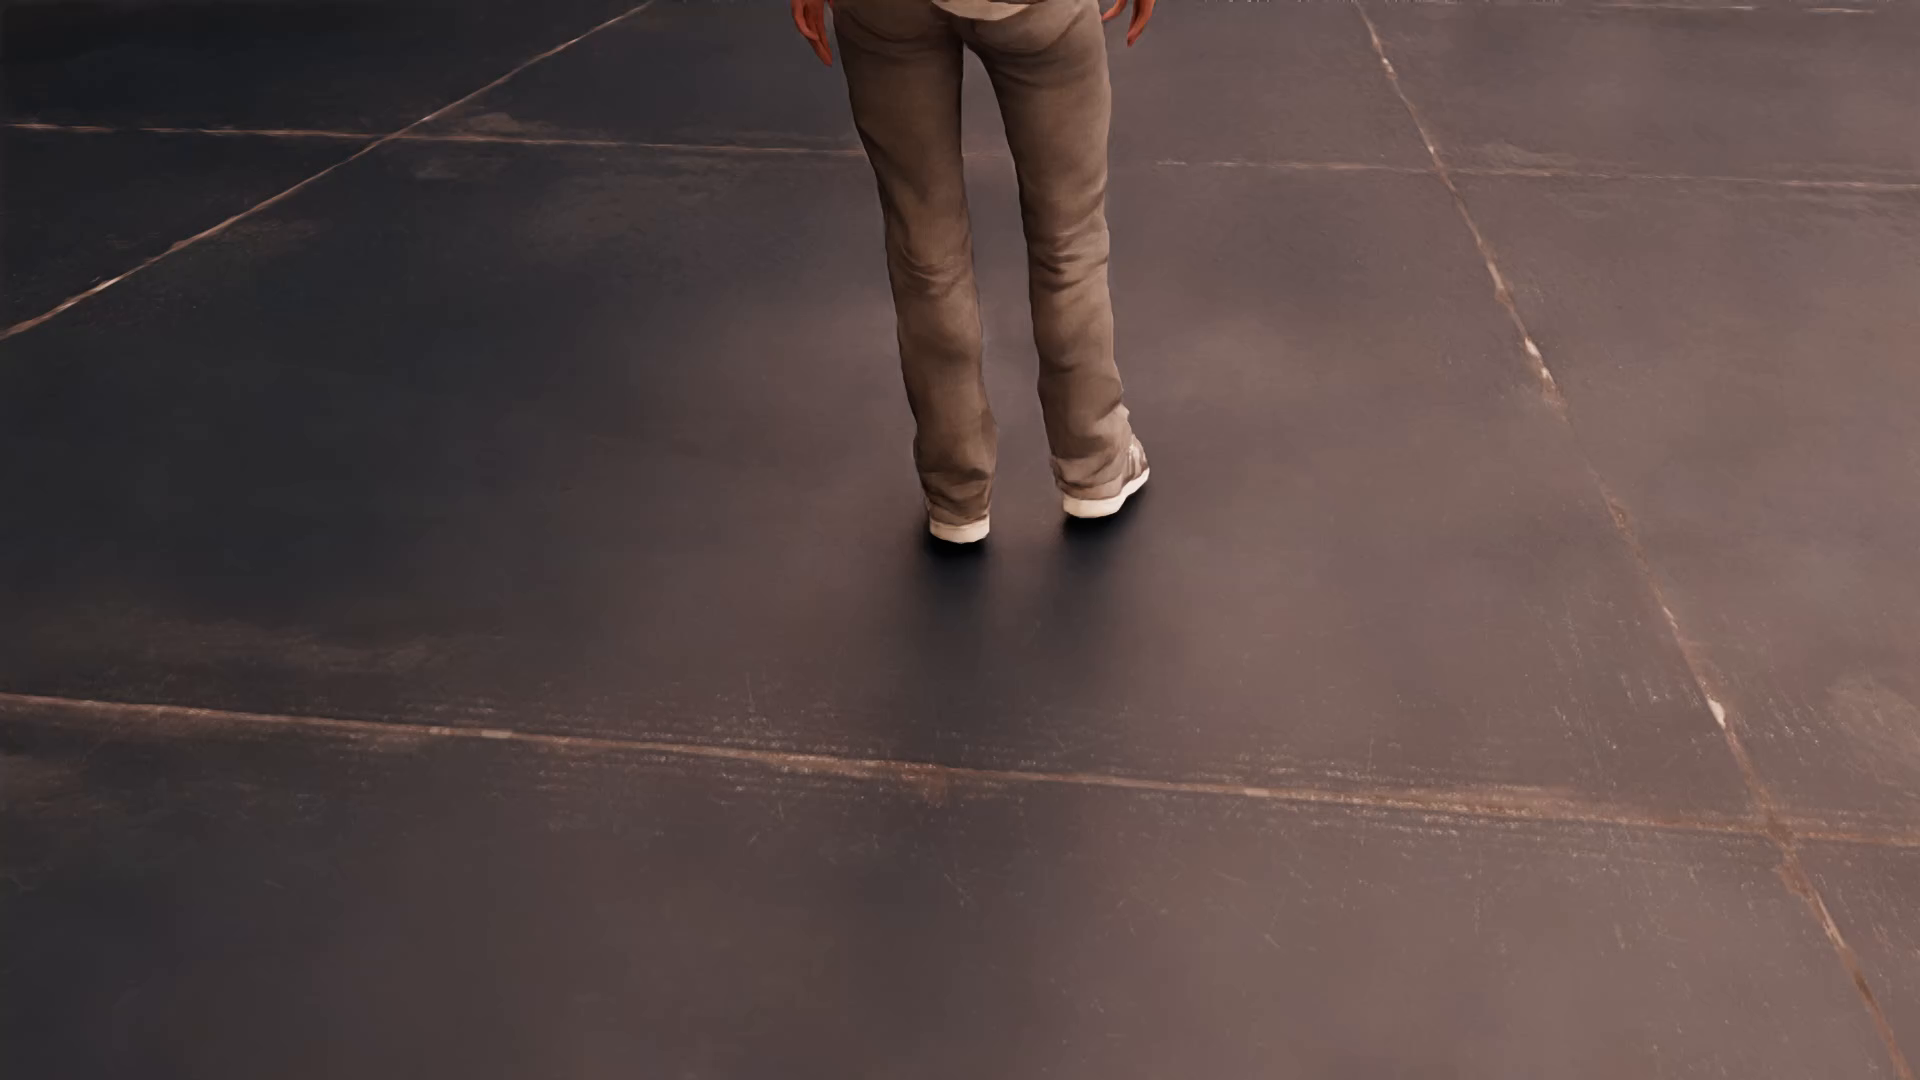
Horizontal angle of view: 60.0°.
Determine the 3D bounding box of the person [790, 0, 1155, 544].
[{"bbox_3d":[0.024,-0.753,2.205,0.521,1.597,0.474,3,27,7],"label":"person"}]
